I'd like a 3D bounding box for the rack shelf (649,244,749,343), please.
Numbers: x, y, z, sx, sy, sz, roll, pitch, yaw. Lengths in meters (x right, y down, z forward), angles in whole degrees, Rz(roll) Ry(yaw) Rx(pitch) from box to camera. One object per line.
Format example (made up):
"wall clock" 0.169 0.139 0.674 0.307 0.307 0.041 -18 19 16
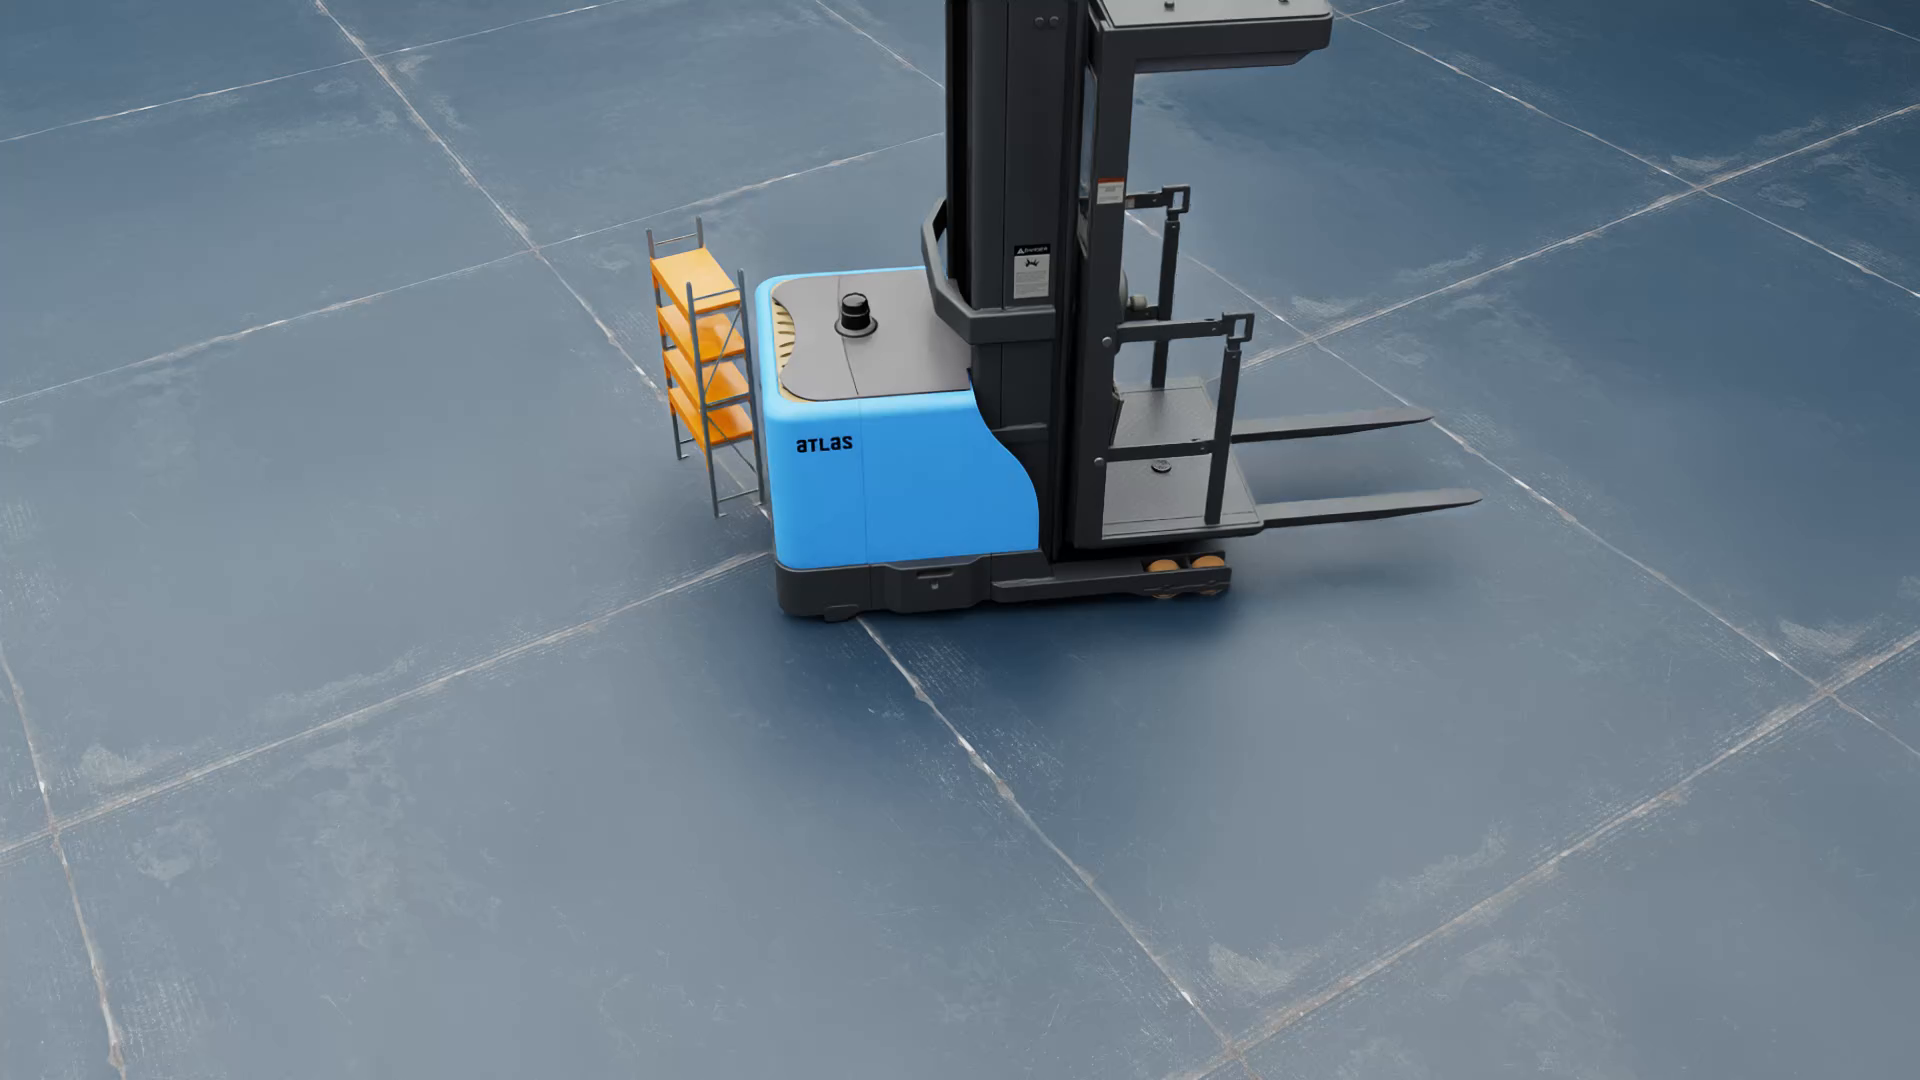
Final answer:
"rack shelf" -1.091 -1.033 6.939 0.258 0.148 0.480 -18 43 -20

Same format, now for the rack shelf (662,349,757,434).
"rack shelf" -1.091 -0.680 7.234 0.258 0.148 0.480 -18 43 -20

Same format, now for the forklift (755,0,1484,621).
"forklift" 0.697 -1.213 6.416 3.031 2.935 1.130 -5 40 -6

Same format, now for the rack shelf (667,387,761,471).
"rack shelf" -1.091 -0.527 7.361 0.258 0.148 0.480 -18 43 -20

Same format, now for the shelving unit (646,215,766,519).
"shelving unit" -1.091 -0.731 7.190 0.258 1.200 0.503 -18 43 -20

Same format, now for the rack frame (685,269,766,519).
"rack frame" -0.981 -0.592 7.023 0.240 1.200 0.015 -18 43 -20

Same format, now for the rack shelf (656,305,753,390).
"rack shelf" -1.091 -0.852 7.090 0.258 0.148 0.480 -18 43 -20

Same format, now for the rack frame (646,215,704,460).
"rack frame" -1.201 -0.871 7.358 0.240 1.200 0.015 -18 43 -20
